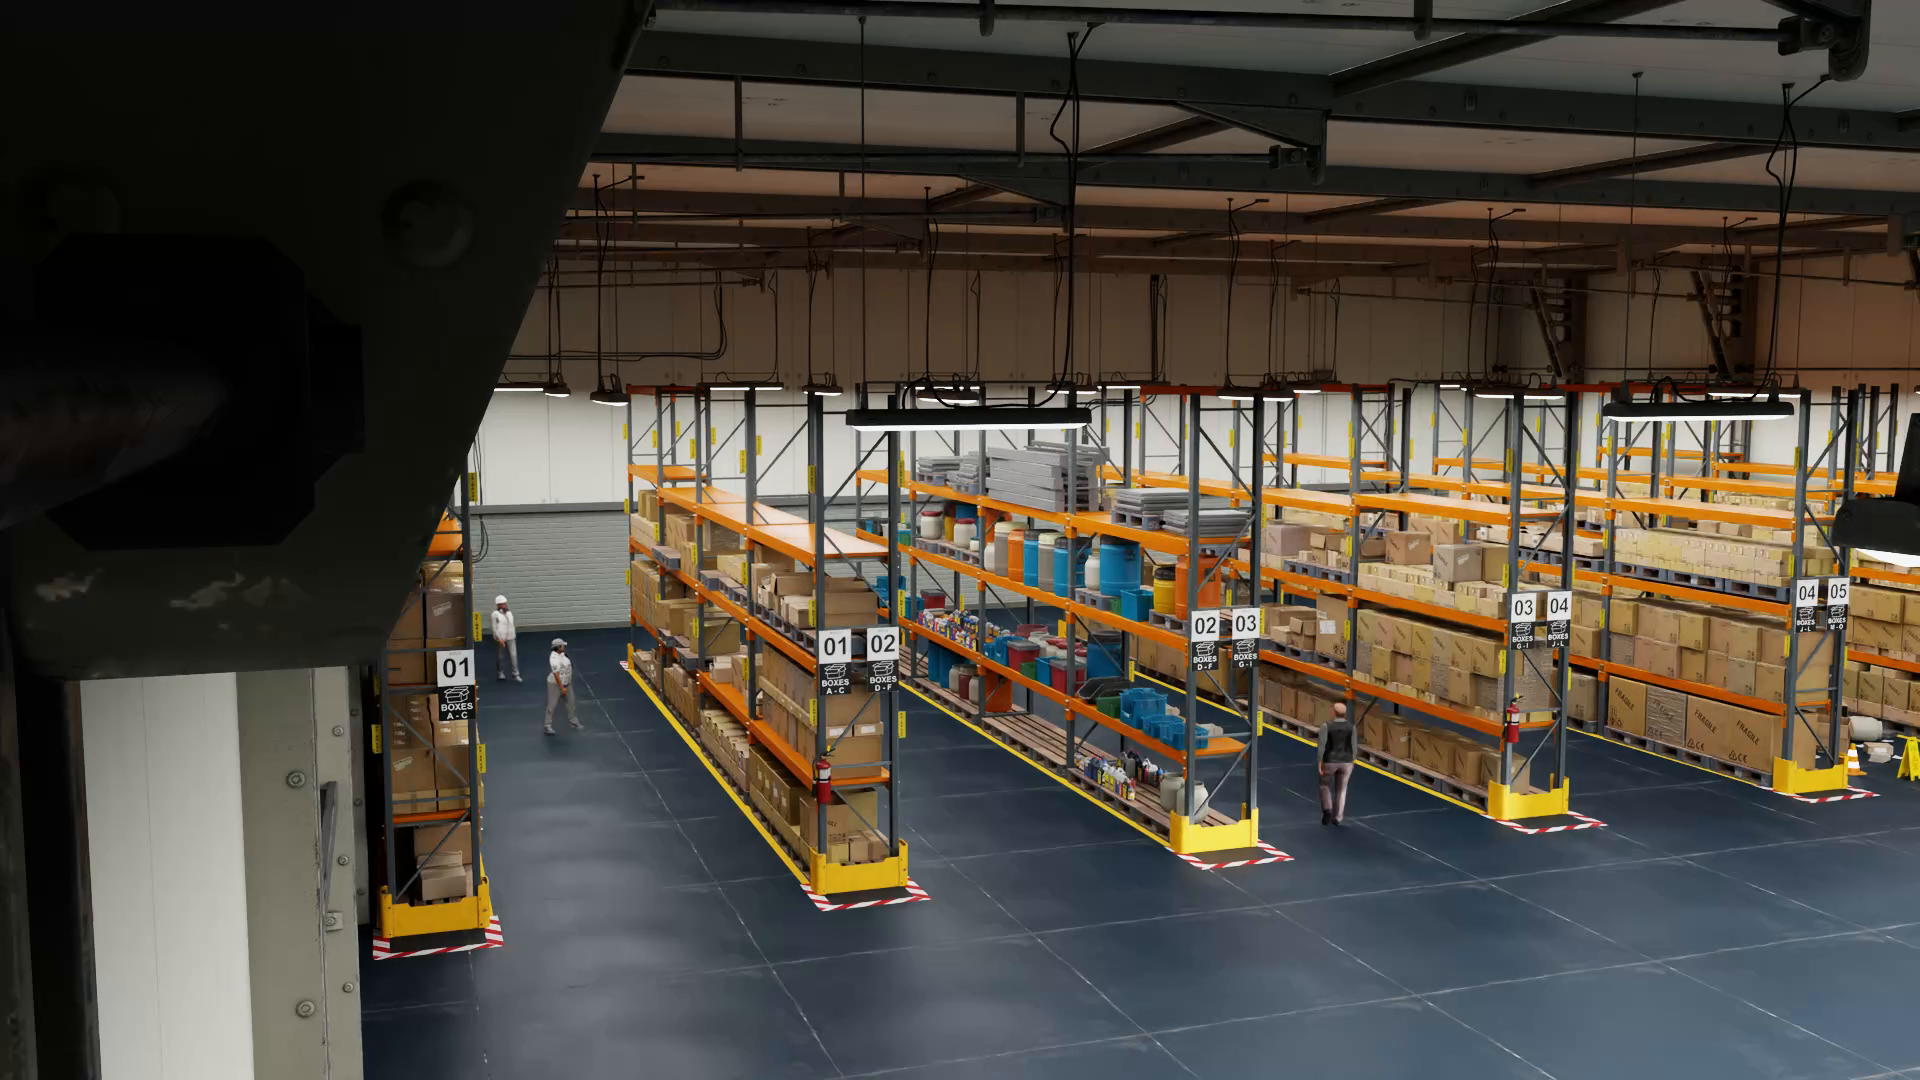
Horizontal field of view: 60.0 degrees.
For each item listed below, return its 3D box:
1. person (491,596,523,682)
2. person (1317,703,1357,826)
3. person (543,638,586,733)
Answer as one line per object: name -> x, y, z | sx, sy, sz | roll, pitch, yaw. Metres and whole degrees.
person -> -9.196, 1.986, 33.556 | 0.512, 1.715, 1.001 | -3, 7, -28
person -> 5.200, 3.093, 22.940 | 0.542, 1.714, 0.481 | 1, 6, 9
person -> -6.939, 2.532, 29.012 | 0.574, 1.671, 0.667 | 1, 6, 13
